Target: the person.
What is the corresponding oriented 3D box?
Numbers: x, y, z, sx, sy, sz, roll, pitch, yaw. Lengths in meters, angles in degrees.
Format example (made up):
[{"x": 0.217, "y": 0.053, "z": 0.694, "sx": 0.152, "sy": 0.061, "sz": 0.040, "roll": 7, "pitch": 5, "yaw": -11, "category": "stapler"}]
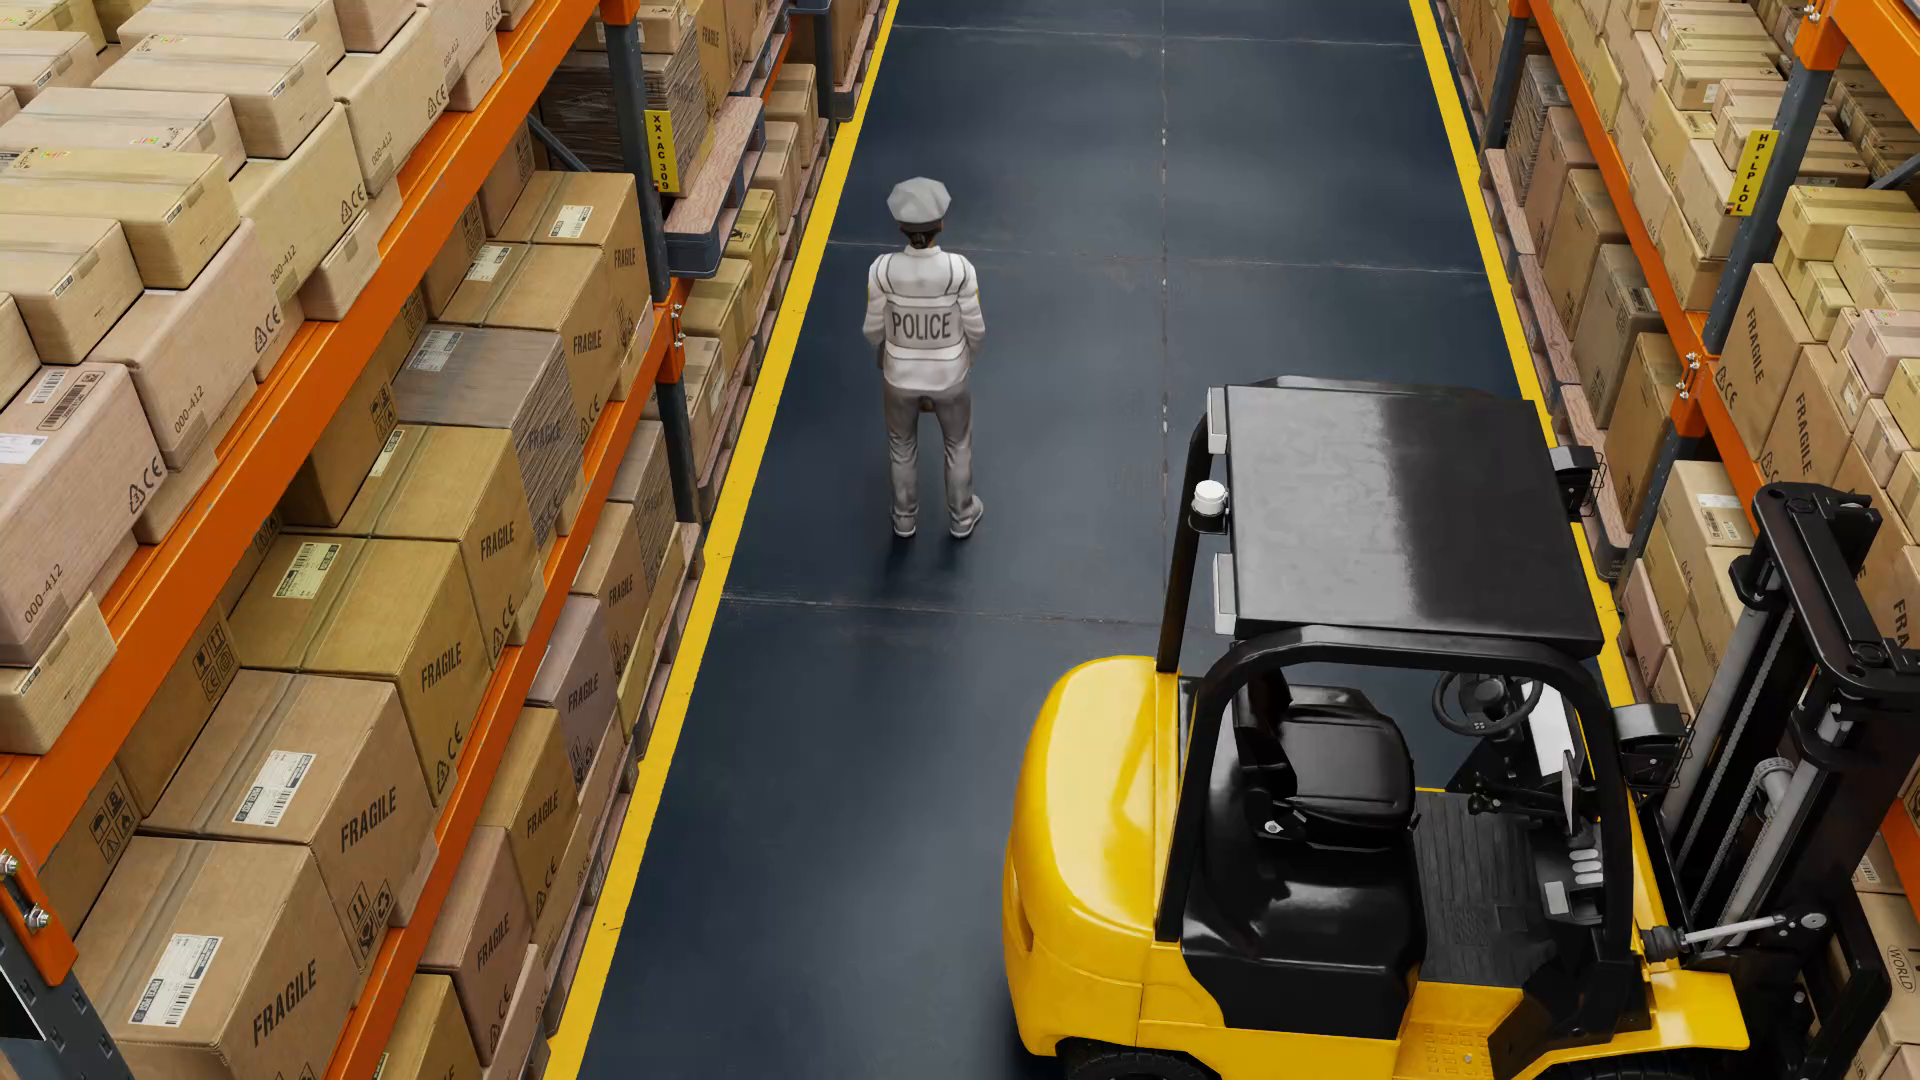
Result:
[{"x": -0.146, "y": -0.715, "z": 6.986, "sx": 0.504, "sy": 1.678, "sz": 0.372, "roll": 2, "pitch": 40, "yaw": 2, "category": "person"}]
